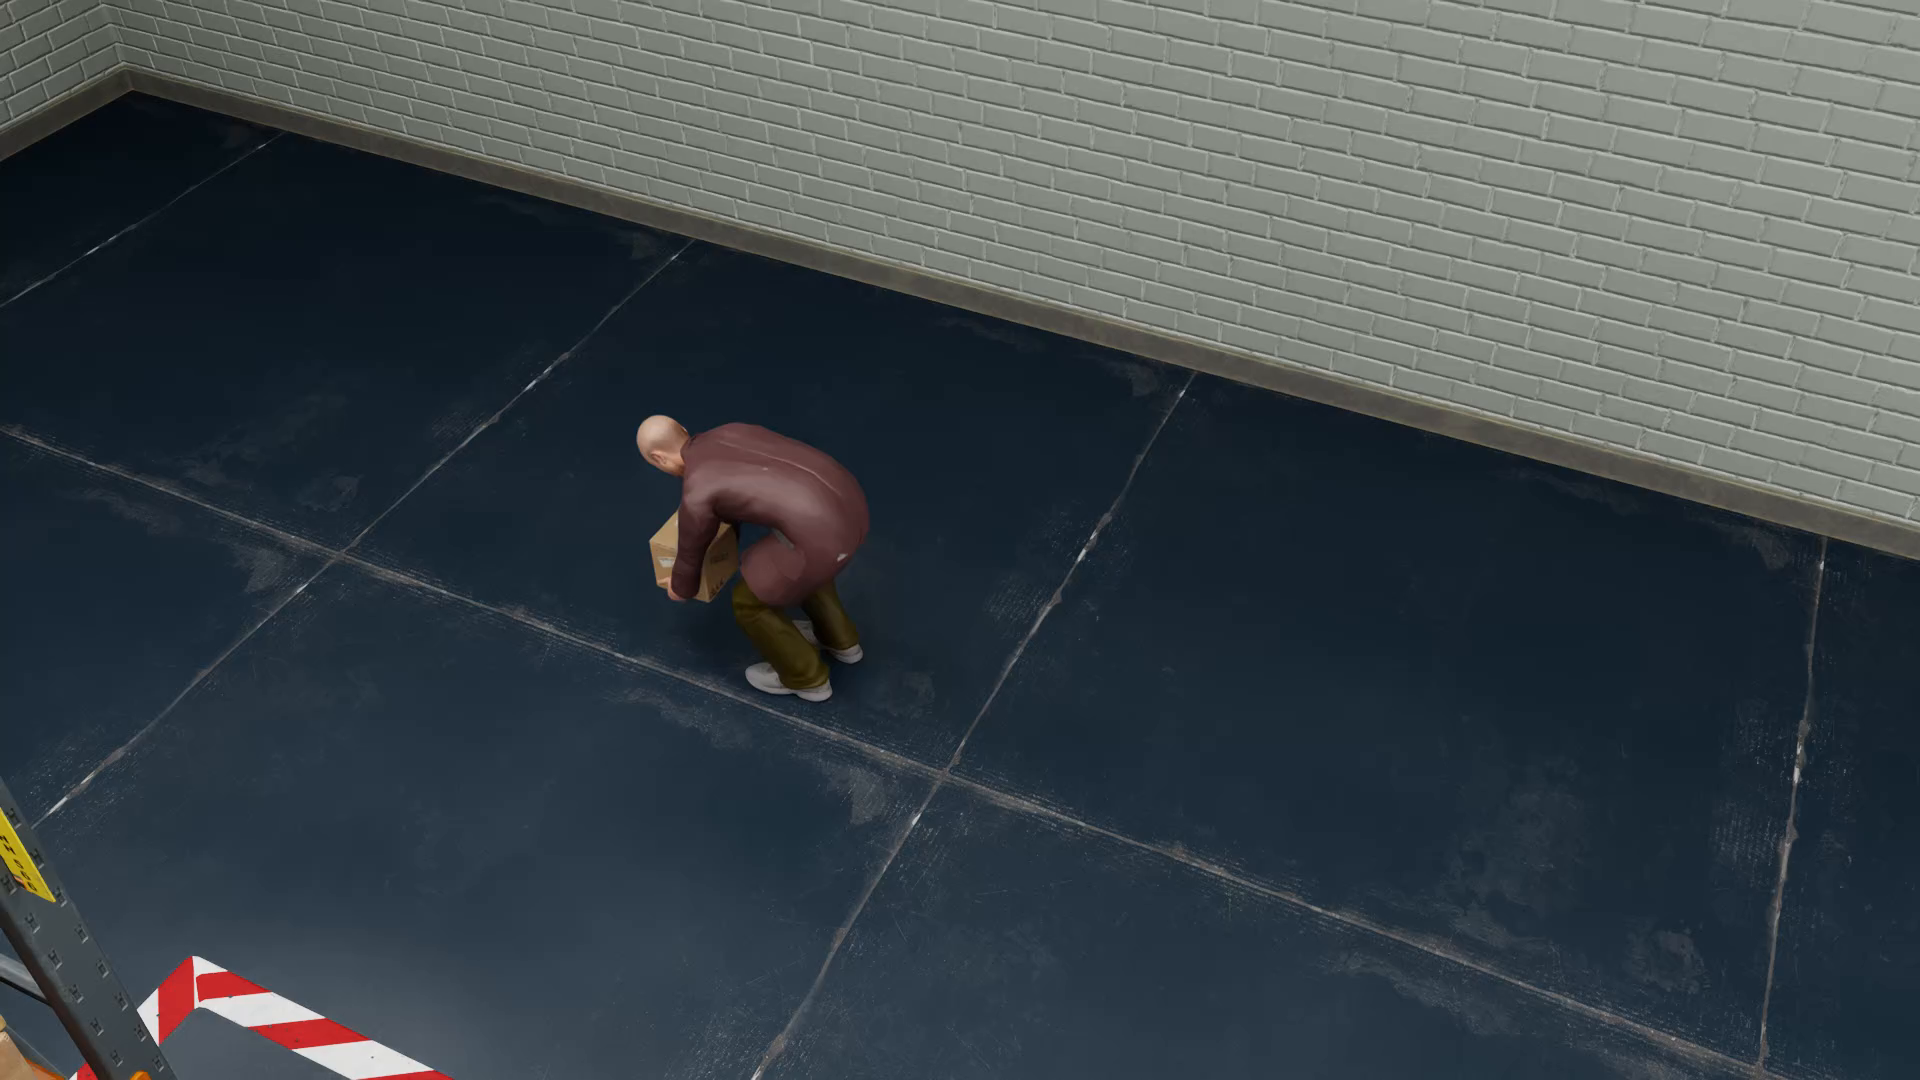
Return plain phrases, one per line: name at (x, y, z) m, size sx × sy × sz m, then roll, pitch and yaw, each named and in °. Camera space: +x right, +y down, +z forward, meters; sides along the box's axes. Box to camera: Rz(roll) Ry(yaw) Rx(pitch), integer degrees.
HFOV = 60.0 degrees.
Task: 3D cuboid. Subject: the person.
person at (-0.801, 0.052, 6.594) m, size 0.937 × 1.138 × 0.586 m, roll 15°, pitch 44°, yaw 17°
